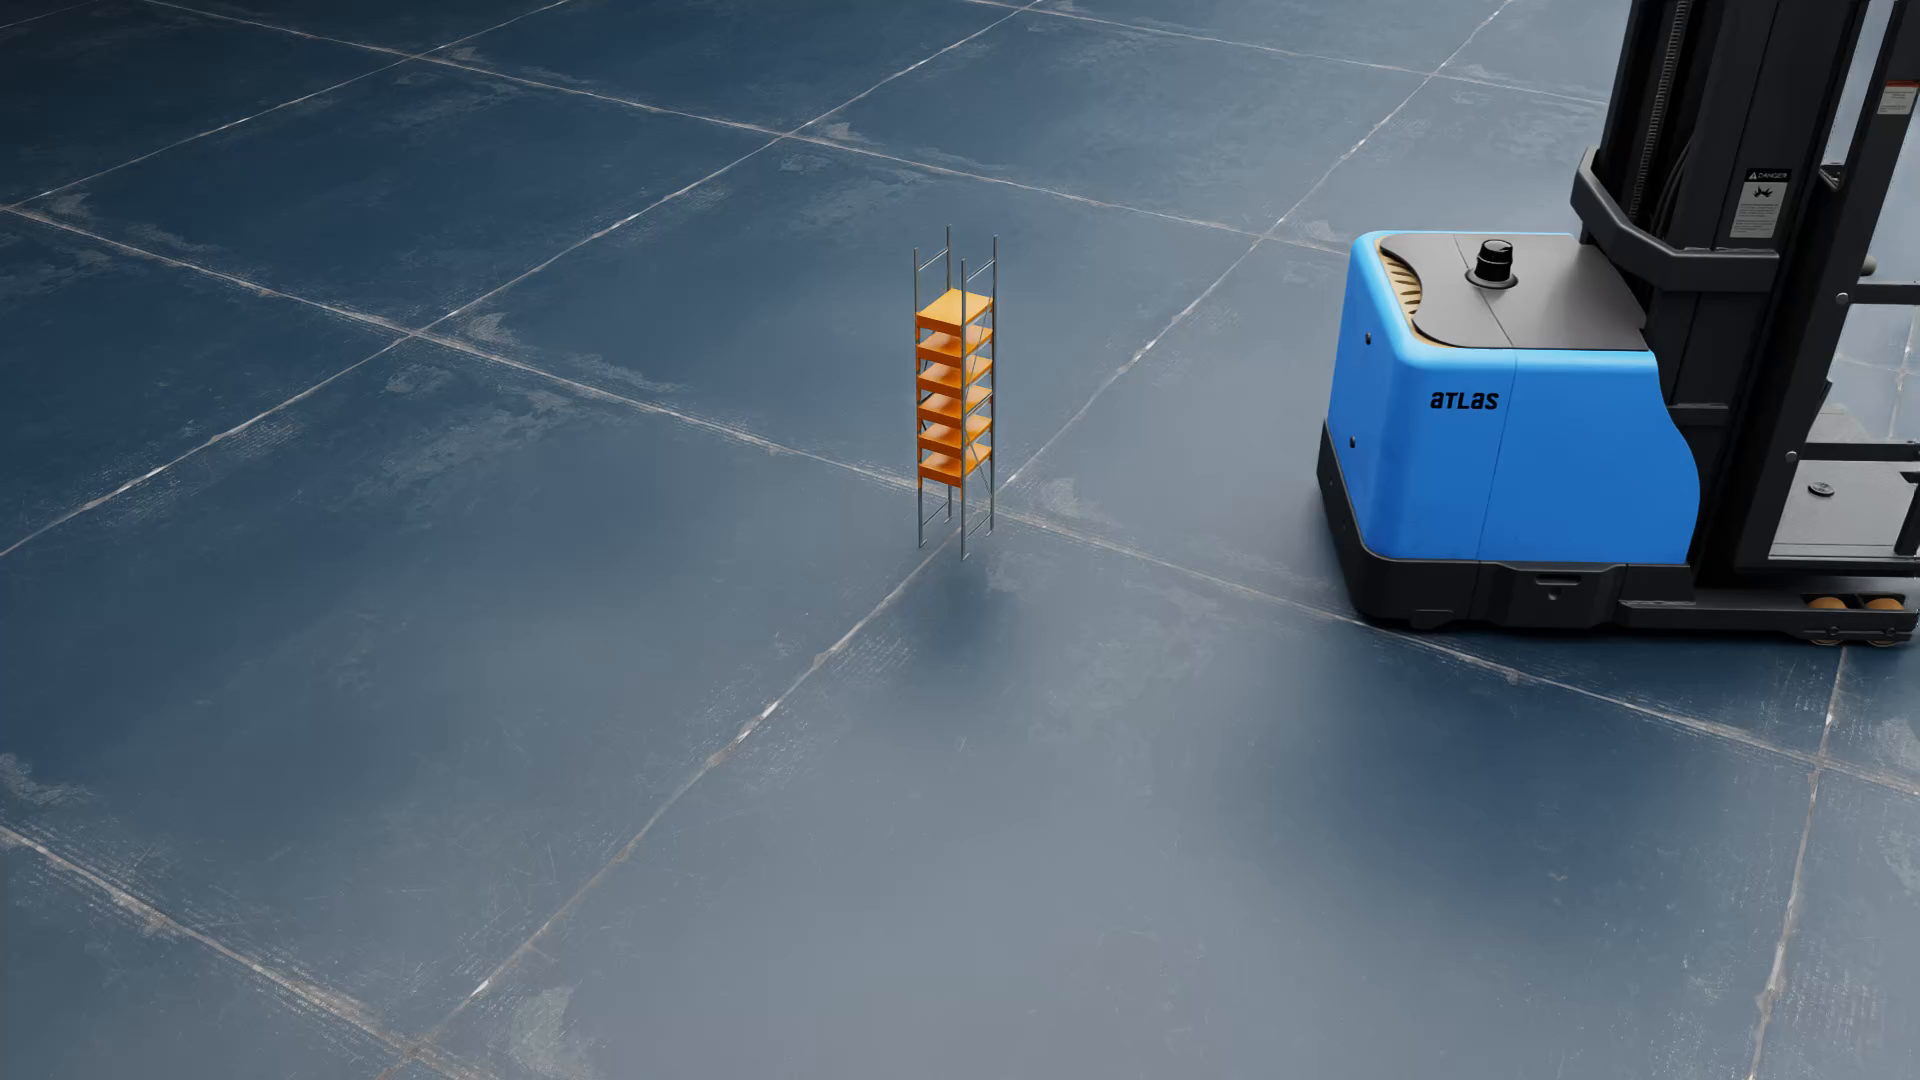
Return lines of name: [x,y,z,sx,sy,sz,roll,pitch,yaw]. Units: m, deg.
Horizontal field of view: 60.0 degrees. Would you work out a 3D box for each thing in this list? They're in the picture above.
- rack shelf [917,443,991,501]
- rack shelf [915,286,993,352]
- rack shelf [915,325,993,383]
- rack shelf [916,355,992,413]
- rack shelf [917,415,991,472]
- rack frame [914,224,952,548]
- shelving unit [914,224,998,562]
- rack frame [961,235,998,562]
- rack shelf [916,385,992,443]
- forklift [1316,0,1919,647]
rack shelf: [-0.013,-0.267,6.081,0.180,0.103,0.258,18,37,24]
rack shelf: [-0.013,-0.766,5.749,0.180,0.103,0.258,18,37,24]
rack shelf: [-0.013,-0.666,5.815,0.180,0.103,0.258,18,37,24]
rack shelf: [-0.013,-0.566,5.882,0.180,0.103,0.258,18,37,24]
rack shelf: [-0.013,-0.367,6.015,0.180,0.103,0.258,18,37,24]
rack frame: [-0.092,-0.529,5.961,0.006,1.200,0.240,18,37,24]
shelving unit: [-0.013,-0.503,5.923,0.189,1.200,0.258,18,37,24]
rack frame: [0.067,-0.478,5.886,0.006,1.200,0.240,18,37,24]
rack shelf: [-0.013,-0.466,5.948,0.180,0.103,0.258,18,37,24]
forklift: [2.895,-1.155,5.340,3.031,2.935,1.130,1,34,2]
